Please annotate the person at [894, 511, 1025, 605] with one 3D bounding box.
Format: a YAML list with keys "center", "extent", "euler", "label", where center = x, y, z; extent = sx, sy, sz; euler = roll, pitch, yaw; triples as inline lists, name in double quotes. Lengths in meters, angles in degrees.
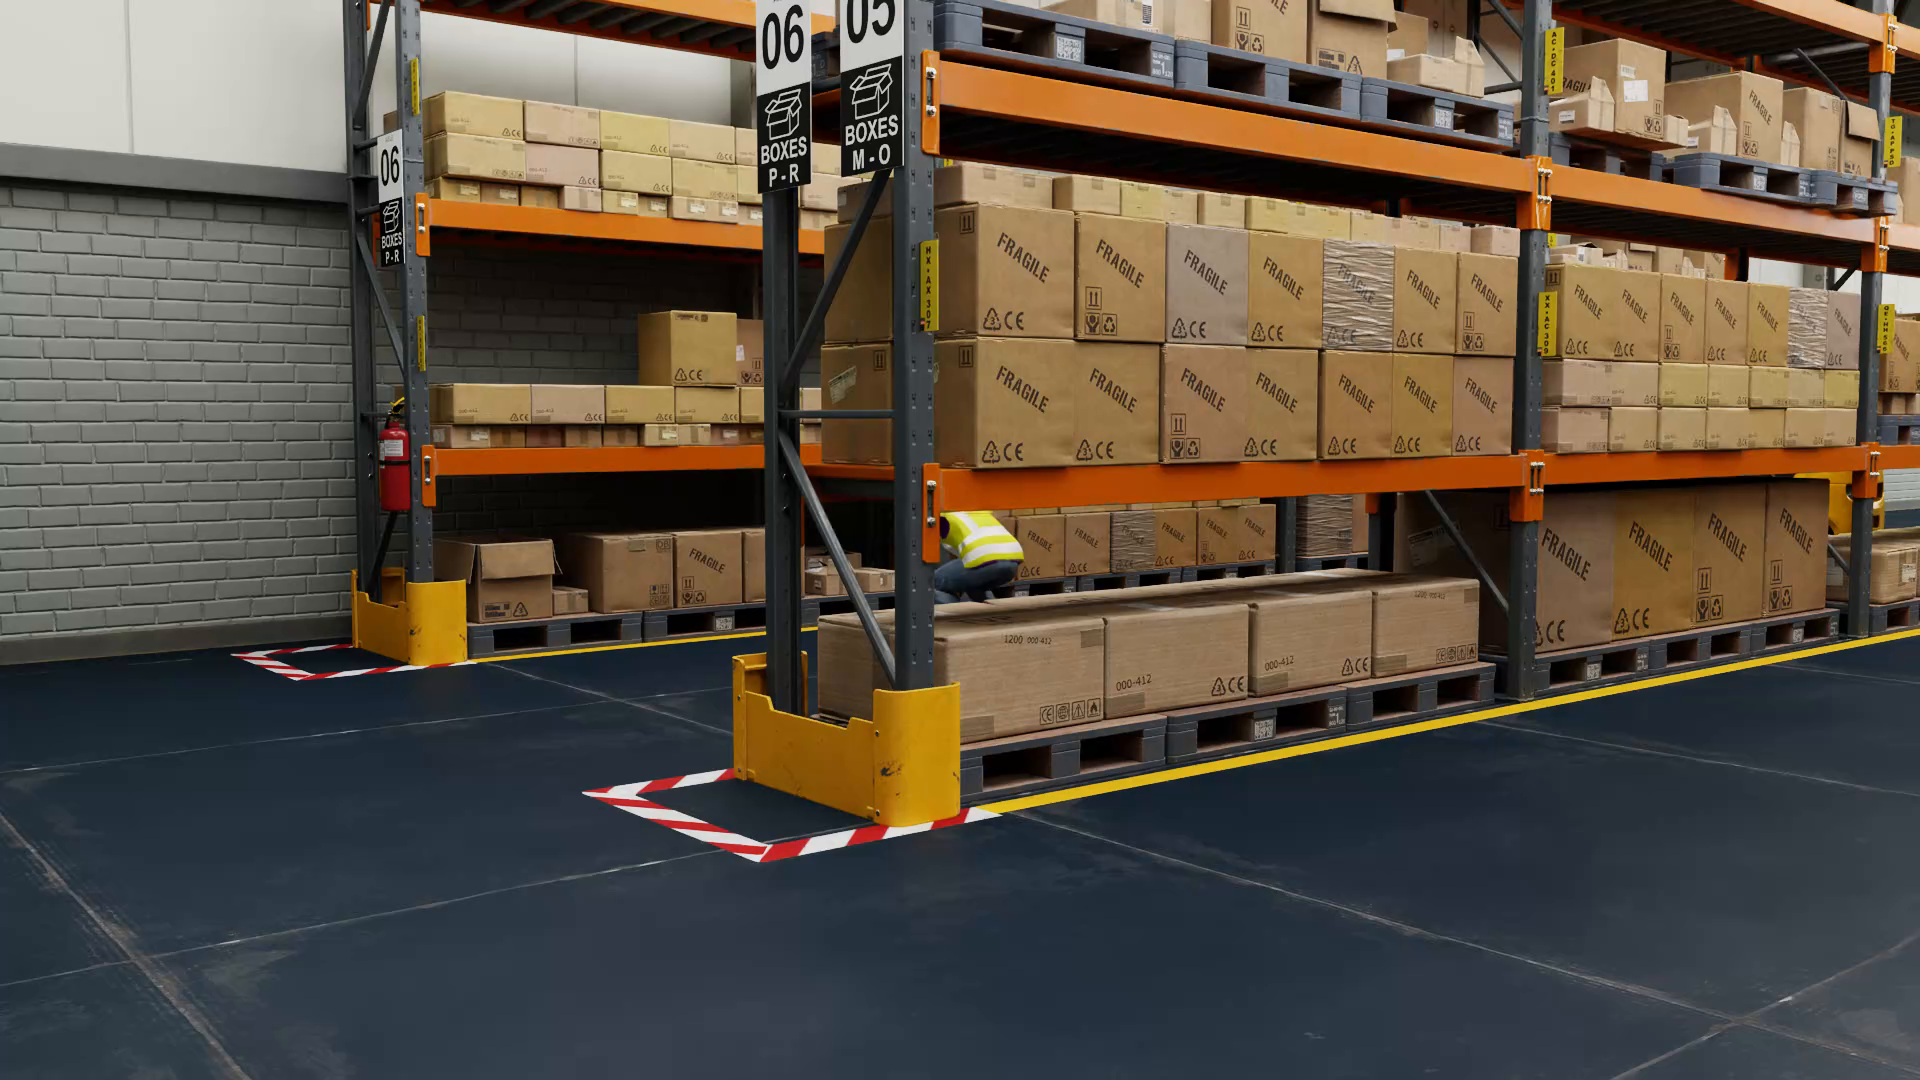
- center: [-0.012, 0.164, 10.902]
  extent: [0.597, 1.063, 0.880]
  euler: [-3, 5, -39]
  label: "person"
